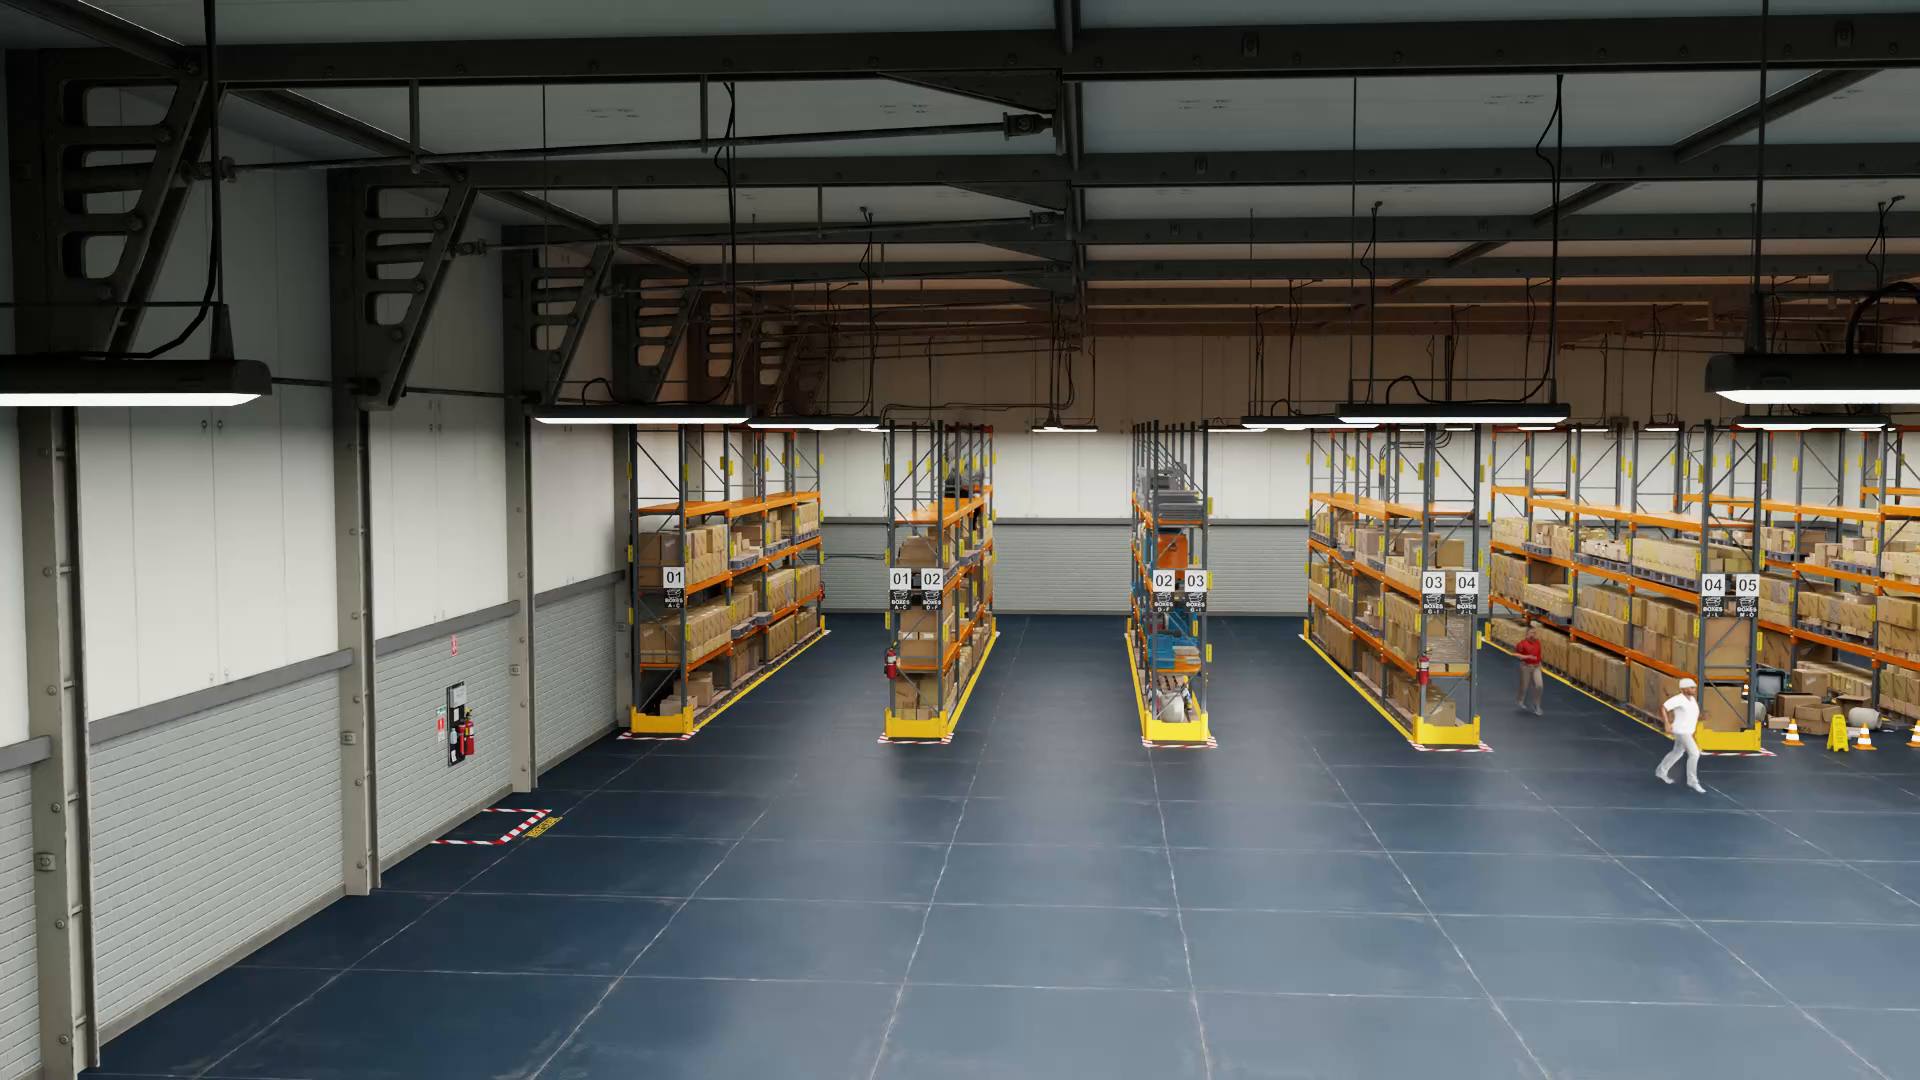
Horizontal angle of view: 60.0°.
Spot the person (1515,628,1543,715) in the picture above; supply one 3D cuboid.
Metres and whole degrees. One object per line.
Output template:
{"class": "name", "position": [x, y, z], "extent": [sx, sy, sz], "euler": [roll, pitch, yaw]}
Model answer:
{"class": "person", "position": [11.715, 2.704, 34.238], "extent": [0.647, 1.796, 0.802], "euler": [0, 4, -6]}

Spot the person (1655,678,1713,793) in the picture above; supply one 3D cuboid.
{"class": "person", "position": [11.668, 3.131, 26.845], "extent": [0.876, 1.818, 0.676], "euler": [3, 5, 41]}
